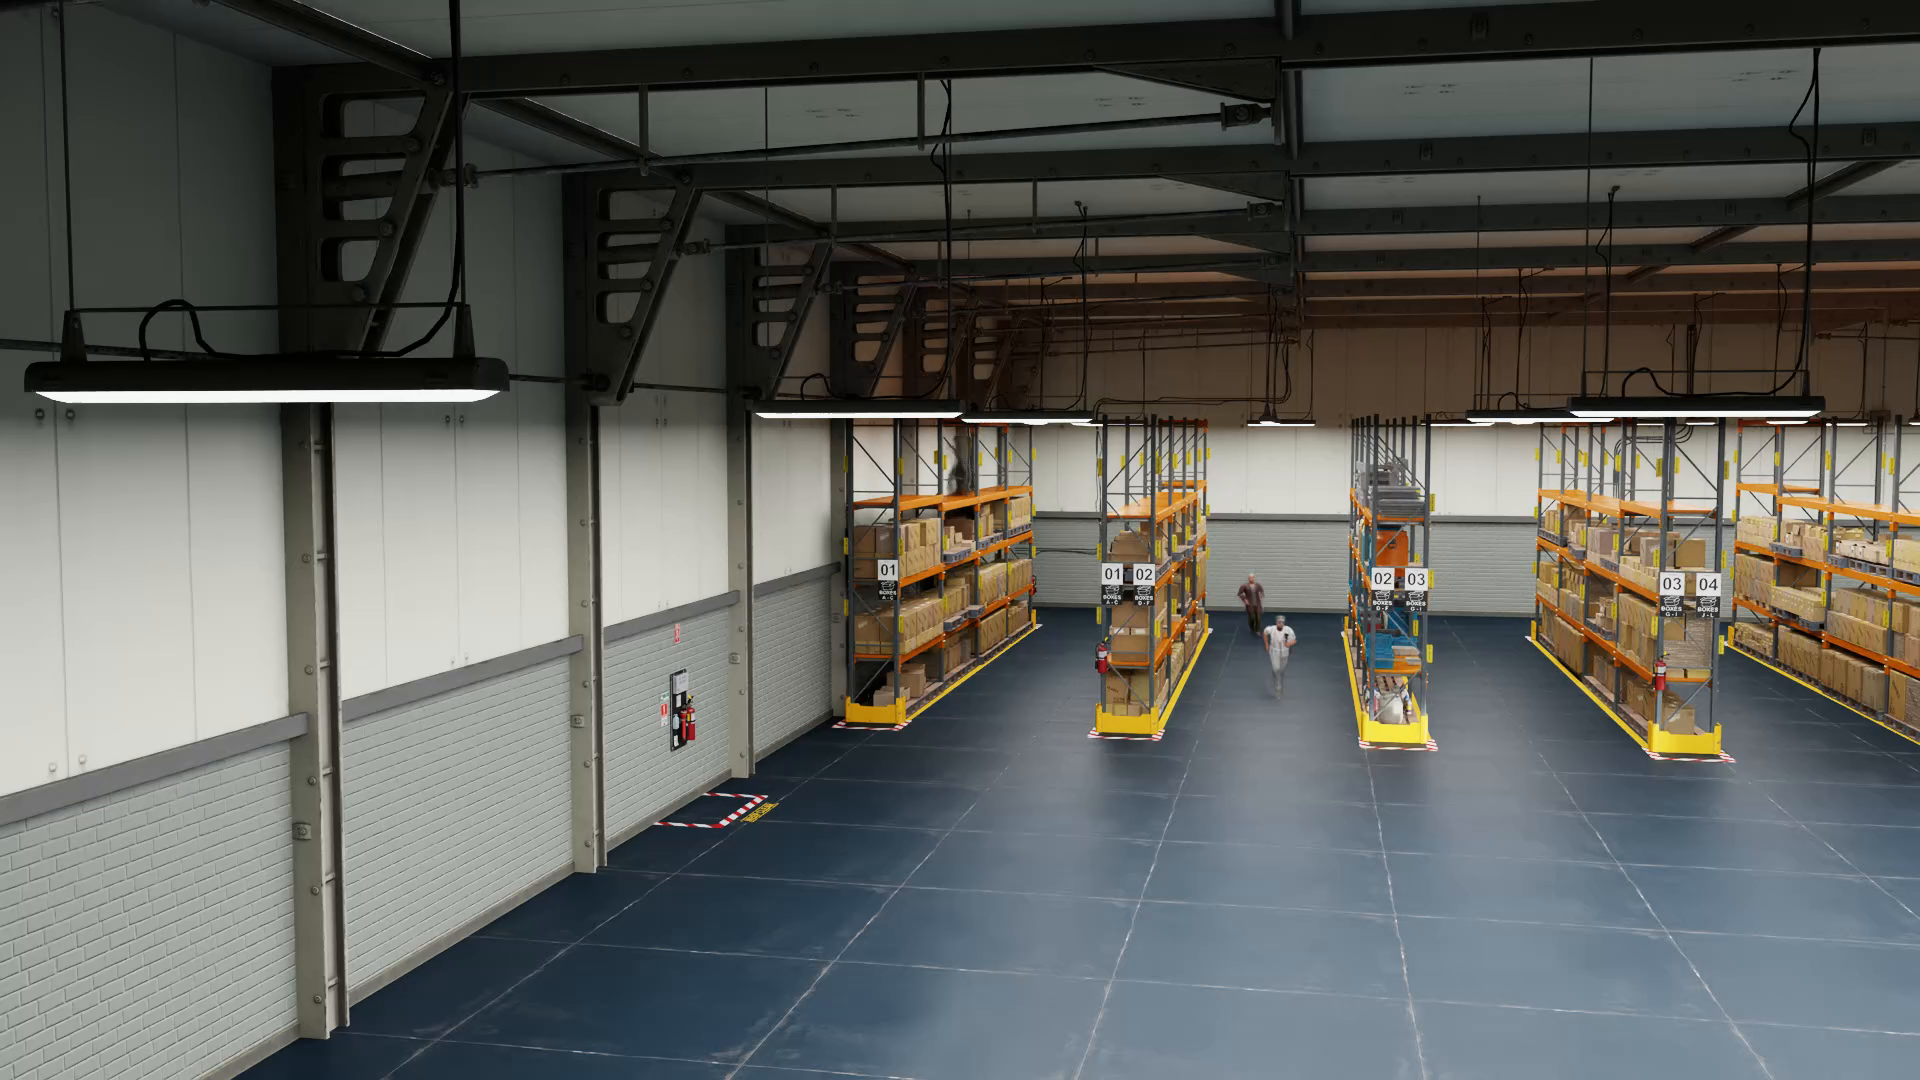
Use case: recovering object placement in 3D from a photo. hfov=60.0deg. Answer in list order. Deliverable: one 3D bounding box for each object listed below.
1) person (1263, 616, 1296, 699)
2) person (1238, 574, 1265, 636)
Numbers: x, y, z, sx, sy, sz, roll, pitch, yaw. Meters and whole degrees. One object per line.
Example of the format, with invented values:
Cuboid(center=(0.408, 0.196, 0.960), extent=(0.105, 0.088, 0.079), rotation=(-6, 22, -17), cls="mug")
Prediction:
Cuboid(center=(6.859, 2.487, 35.774), extent=(0.644, 1.799, 1.025), rotation=(0, 4, 0), cls="person")
Cuboid(center=(8.080, 1.802, 45.881), extent=(0.716, 1.727, 0.649), rotation=(-1, 4, -9), cls="person")
